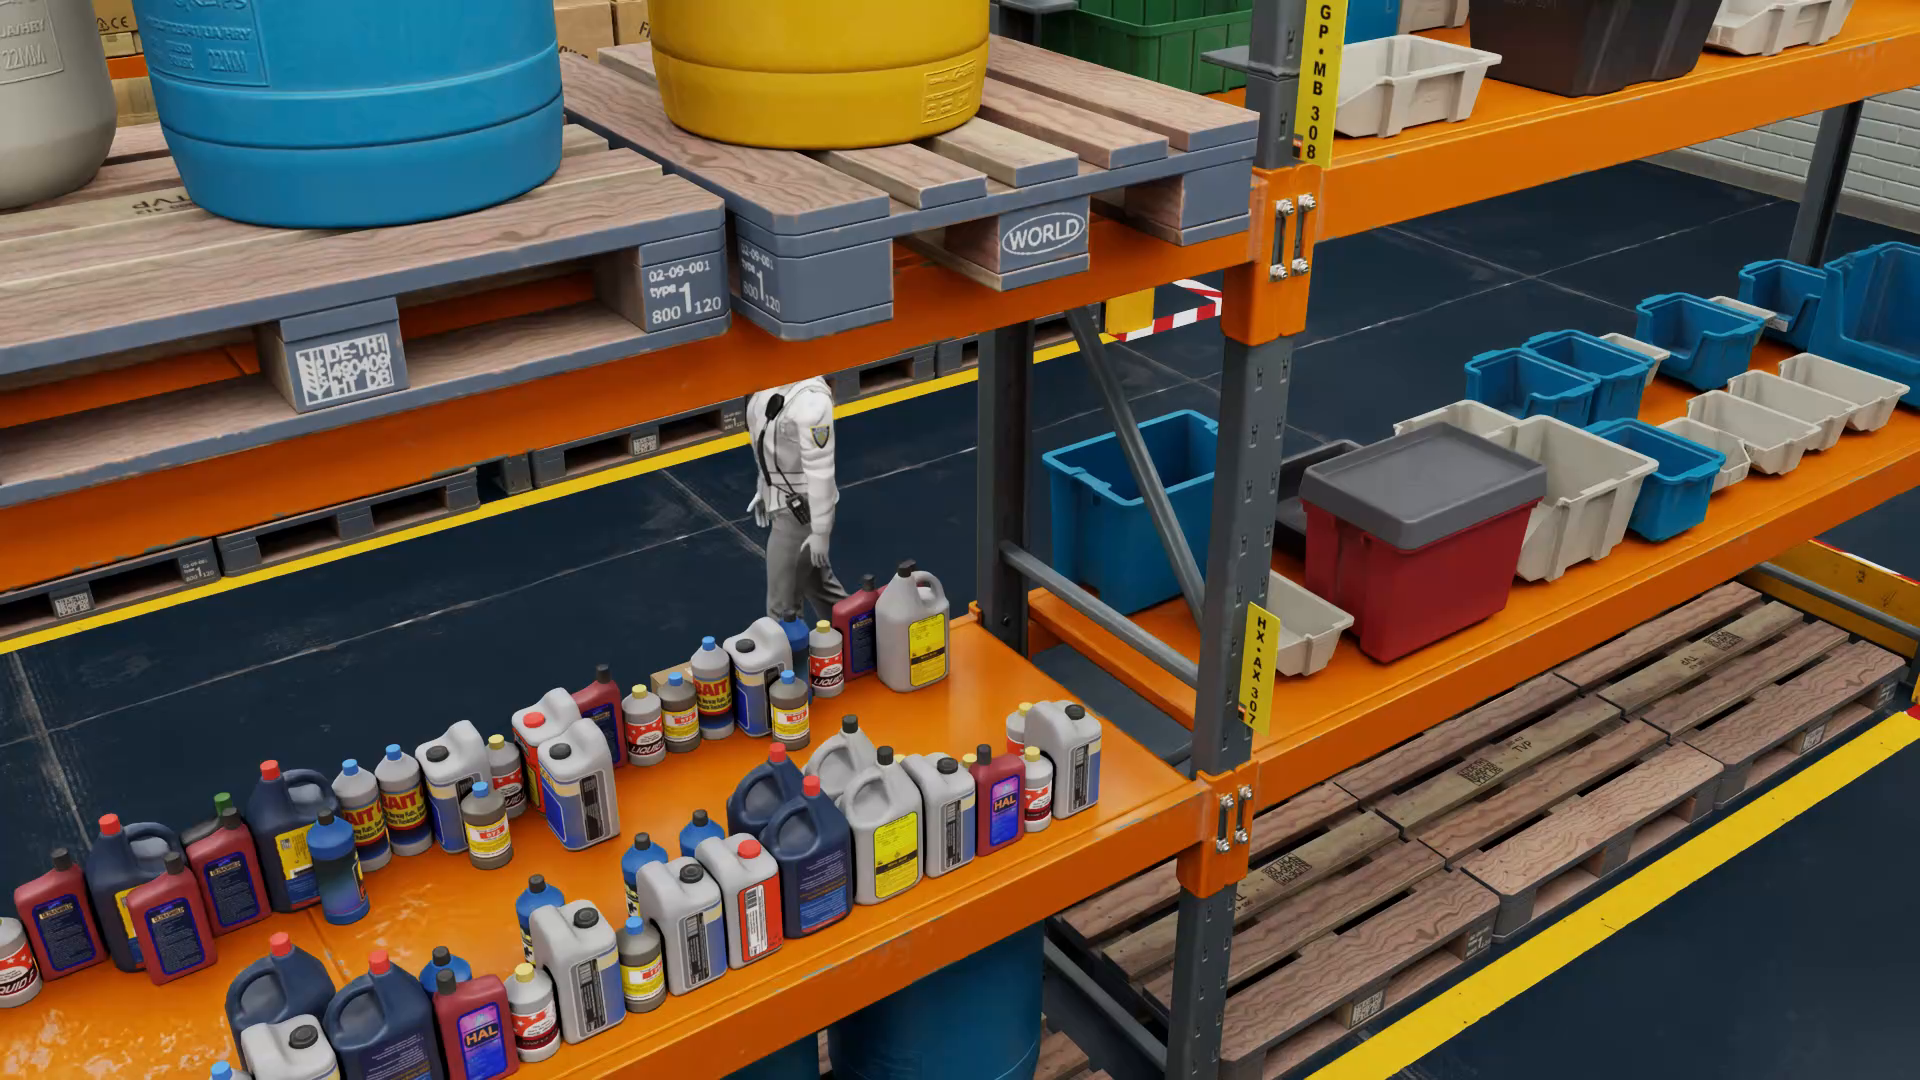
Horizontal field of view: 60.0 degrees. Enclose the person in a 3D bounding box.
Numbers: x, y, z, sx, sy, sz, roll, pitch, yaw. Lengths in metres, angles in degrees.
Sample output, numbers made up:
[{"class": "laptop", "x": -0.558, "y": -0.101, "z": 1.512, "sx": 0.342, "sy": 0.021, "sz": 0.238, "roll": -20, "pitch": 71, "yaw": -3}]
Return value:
[{"class": "person", "x": -0.662, "y": -0.117, "z": 6.316, "sx": 0.634, "sy": 1.672, "sz": 0.484, "roll": -9, "pitch": 30, "yaw": -15}]
